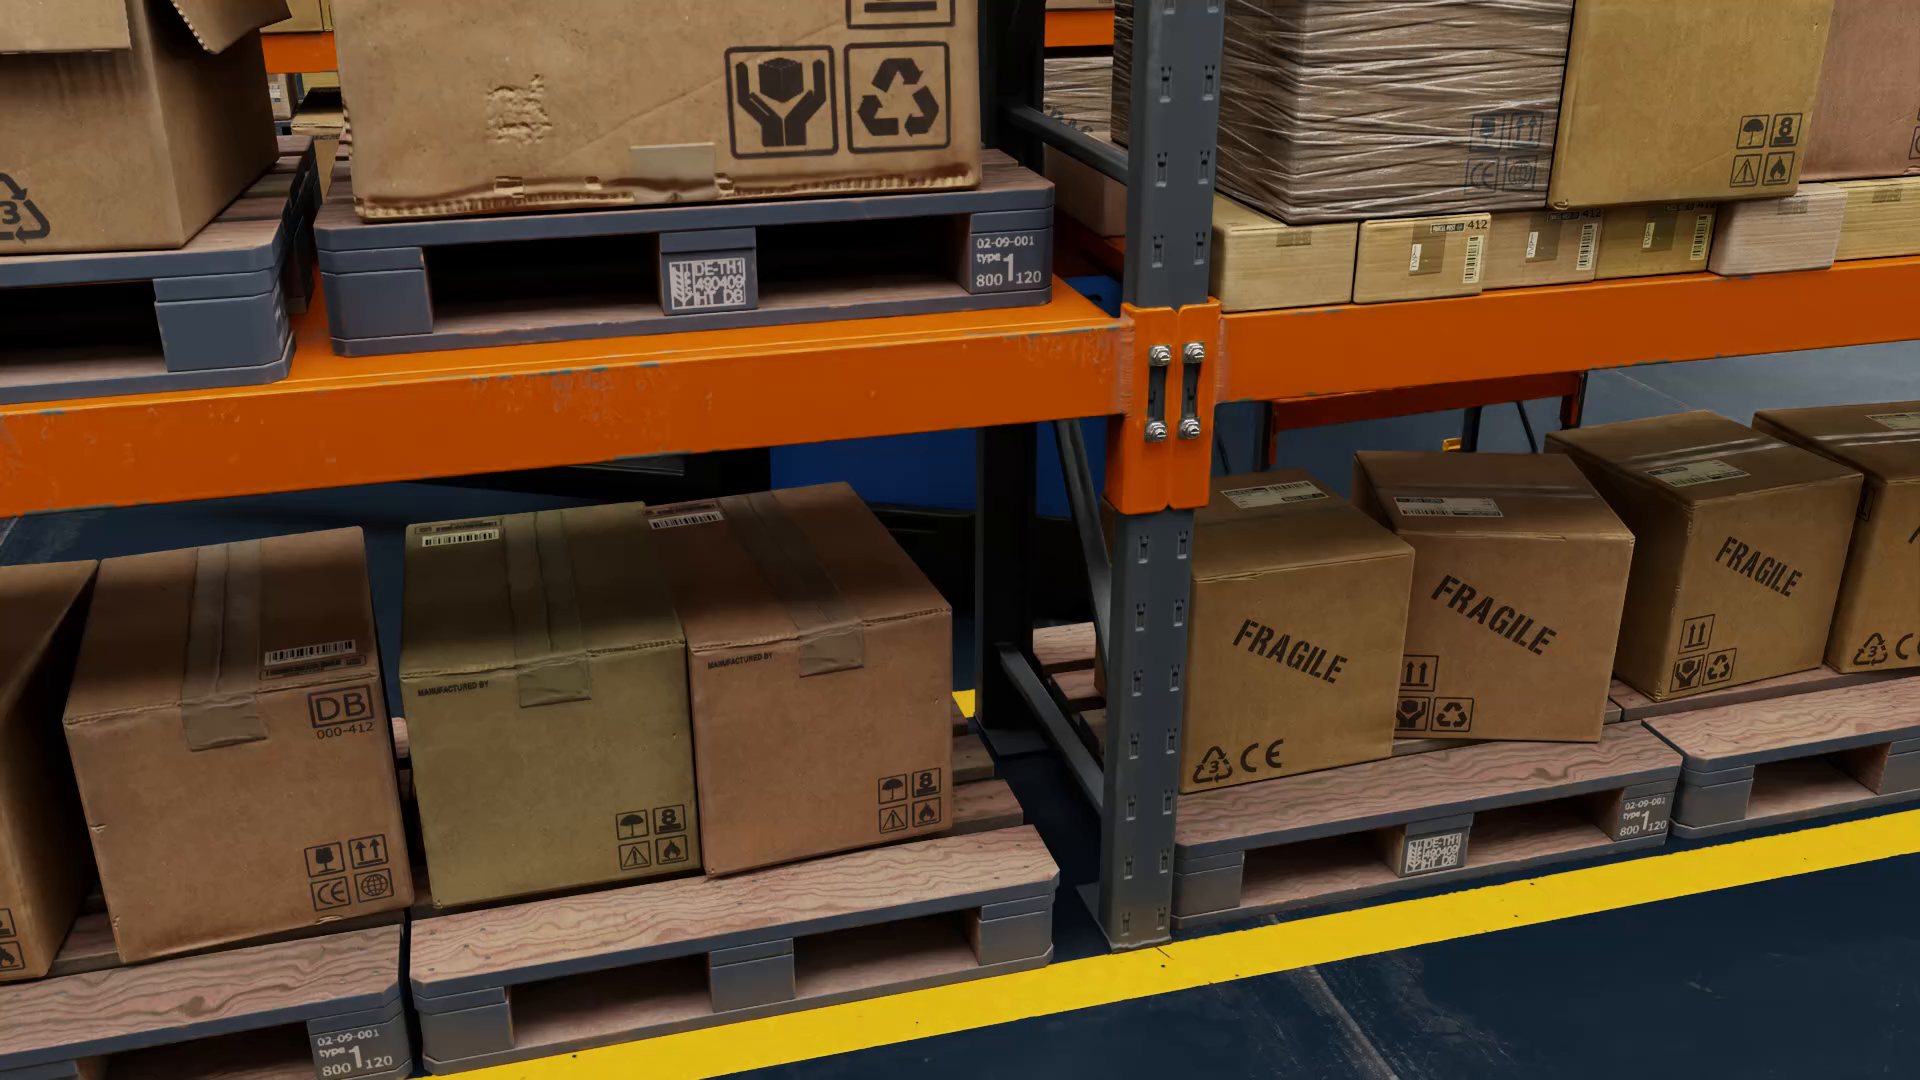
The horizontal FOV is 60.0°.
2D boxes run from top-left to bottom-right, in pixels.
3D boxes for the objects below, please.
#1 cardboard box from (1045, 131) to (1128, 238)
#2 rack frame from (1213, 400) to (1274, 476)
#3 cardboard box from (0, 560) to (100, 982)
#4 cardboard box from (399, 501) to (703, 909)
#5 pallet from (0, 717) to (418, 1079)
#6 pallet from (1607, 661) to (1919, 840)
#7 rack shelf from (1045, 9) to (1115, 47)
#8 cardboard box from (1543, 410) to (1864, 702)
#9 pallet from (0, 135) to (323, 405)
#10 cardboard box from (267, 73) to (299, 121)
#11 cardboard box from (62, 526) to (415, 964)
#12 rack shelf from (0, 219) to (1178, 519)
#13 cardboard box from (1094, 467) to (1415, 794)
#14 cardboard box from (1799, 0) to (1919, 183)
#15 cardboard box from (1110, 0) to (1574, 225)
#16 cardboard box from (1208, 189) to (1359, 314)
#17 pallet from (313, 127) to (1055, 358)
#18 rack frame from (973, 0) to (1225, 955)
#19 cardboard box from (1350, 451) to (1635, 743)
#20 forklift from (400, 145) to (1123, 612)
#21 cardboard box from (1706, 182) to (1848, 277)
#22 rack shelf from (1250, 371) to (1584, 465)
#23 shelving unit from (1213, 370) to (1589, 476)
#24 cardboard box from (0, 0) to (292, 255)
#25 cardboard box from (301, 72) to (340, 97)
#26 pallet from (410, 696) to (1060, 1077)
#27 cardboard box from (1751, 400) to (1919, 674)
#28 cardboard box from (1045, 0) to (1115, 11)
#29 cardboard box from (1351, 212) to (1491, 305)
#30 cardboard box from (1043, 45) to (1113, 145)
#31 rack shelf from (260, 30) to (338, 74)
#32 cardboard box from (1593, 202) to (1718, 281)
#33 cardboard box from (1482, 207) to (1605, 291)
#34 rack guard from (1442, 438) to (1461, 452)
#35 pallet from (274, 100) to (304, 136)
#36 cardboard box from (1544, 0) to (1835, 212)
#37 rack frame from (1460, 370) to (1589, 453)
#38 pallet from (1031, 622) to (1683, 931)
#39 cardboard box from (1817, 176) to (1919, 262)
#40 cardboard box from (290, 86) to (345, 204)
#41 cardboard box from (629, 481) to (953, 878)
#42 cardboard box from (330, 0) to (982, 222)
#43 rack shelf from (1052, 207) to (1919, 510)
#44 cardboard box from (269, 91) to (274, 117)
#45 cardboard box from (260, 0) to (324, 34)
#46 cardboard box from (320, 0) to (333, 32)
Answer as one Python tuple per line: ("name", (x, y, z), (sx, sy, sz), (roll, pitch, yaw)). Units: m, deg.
("cardboard box", (0.357, -0.766, 3.549), (0.250, 0.149, 0.380), (-6, 24, -14))
("rack frame", (0.746, -0.548, 4.625), (0.032, 1.500, 0.500), (-8, 24, -18))
("cardboard box", (-1.907, 0.420, 3.079), (0.500, 0.500, 0.700), (-4, 24, -10))
("cardboard box", (-0.832, 0.301, 3.357), (0.500, 0.500, 0.700), (-6, 24, -15))
("pallet", (-1.696, 0.750, 3.235), (1.213, 0.211, 1.003), (-6, 24, -14))
("pallet", (2.044, 0.318, 4.240), (1.213, 0.211, 1.003), (-6, 24, -14))
("rack shelf", (0.913, -2.523, 8.238), (4.000, 0.370, 1.077), (-6, 24, -14))
("cardboard box", (1.752, 0.022, 4.033), (0.500, 0.500, 0.500), (-9, 25, -19))
("pallet", (-1.727, -0.459, 2.759), (1.213, 0.211, 1.003), (-6, 24, -14))
("cardboard box", (-5.044, -3.206, 11.719), (0.625, 0.372, 0.950), (-7, 24, -15))
("cardboard box", (-1.370, 0.360, 3.218), (0.500, 0.500, 0.700), (-8, 25, -19))
("rack shelf", (-1.696, -0.203, 2.832), (4.000, 0.370, 1.077), (-6, 24, -14))
("cardboard box", (0.626, 0.182, 3.660), (0.500, 0.500, 0.500), (-7, 24, -16))
("cardboard box", (1.625, -1.085, 3.471), (0.500, 0.500, 0.875), (-6, 24, -14))
("cardboard box", (0.680, -0.954, 3.165), (0.500, 0.500, 0.875), (-6, 24, -14))
("cardboard box", (0.518, -0.540, 3.023), (0.250, 0.149, 0.380), (-6, 24, -14))
("pallet", (-0.546, -0.632, 3.163), (1.213, 0.211, 1.003), (-6, 24, -14))
("rack frame", (0.230, -0.747, 3.186), (0.127, 3.000, 1.000), (-6, 24, -14))
("cardboard box", (1.175, 0.118, 3.809), (0.500, 0.500, 0.500), (1, 23, 3))
("forklift", (-0.873, -1.429, 4.863), (3.031, 2.935, 1.130), (5, 24, 11))
("cardboard box", (1.485, -0.640, 3.256), (0.250, 0.149, 0.380), (-6, 24, -14))
("rack shelf", (1.226, -0.449, 4.850), (1.000, 0.185, 0.538), (-8, 24, -18))
("shelving unit", (1.218, -0.613, 4.777), (1.083, 1.500, 0.587), (-8, 24, -18))
("cardboard box", (-1.414, -0.767, 2.571), (0.637, 0.503, 0.797), (-4, 24, -9))
("cardboard box", (-4.312, -3.285, 11.902), (0.625, 0.372, 0.950), (-6, 24, -13))
("pallet", (-0.520, 0.618, 3.541), (1.213, 0.211, 1.003), (-6, 24, -14))
("cardboard box", (2.301, -0.021, 4.132), (0.500, 0.500, 0.500), (-4, 24, -9))
("cardboard box", (0.414, -2.833, 7.859), (0.550, 0.550, 0.875), (-6, 24, -14))
("cardboard box", (0.762, -0.562, 3.073), (0.250, 0.149, 0.380), (-6, 24, -14))
("cardboard box", (0.478, -1.995, 8.257), (0.875, 0.875, 0.875), (-6, 24, -14))
("rack shelf", (-2.938, -2.097, 7.245), (4.000, 0.370, 1.077), (-6, 24, -14))
("cardboard box", (1.234, -0.629, 3.230), (0.250, 0.149, 0.380), (-6, 24, -14))
("cardboard box", (0.995, -0.599, 3.160), (0.250, 0.149, 0.380), (-6, 24, -14))
("rack guard", (1.688, -0.104, 5.174), (0.087, 0.250, 0.587), (-8, 24, -18))
("pallet", (-4.373, -3.013, 12.004), (1.213, 0.211, 1.003), (-6, 24, -14))
("cardboard box", (1.171, -0.994, 3.258), (0.500, 0.500, 0.875), (-6, 24, -14))
("rack frame", (1.706, -0.680, 4.934), (0.032, 1.500, 0.500), (-8, 24, -18))
("pallet", (0.867, 0.450, 3.934), (1.213, 0.211, 1.003), (-6, 24, -14))
("cardboard box", (1.715, -0.682, 3.355), (0.250, 0.149, 0.380), (-6, 24, -14))
("cardboard box", (-2.516, -1.598, 7.491), (0.750, 0.750, 1.050), (-6, 24, -14))
("cardboard box", (-0.367, 0.257, 3.459), (0.500, 0.500, 0.700), (-8, 25, -18))
("cardboard box", (-0.573, -1.184, 2.912), (1.000, 1.000, 1.000), (-6, 24, -14))
("rack shelf", (2.155, -0.629, 3.825), (4.000, 0.370, 1.077), (-6, 24, -14))
("cardboard box", (-3.413, -1.499, 7.259), (0.750, 0.750, 1.050), (-6, 24, -14))
("cardboard box", (-2.904, -2.367, 6.835), (0.500, 0.500, 0.500), (-7, 24, -15))
("cardboard box", (-2.416, -2.422, 6.963), (0.500, 0.500, 0.500), (-6, 24, -14))
